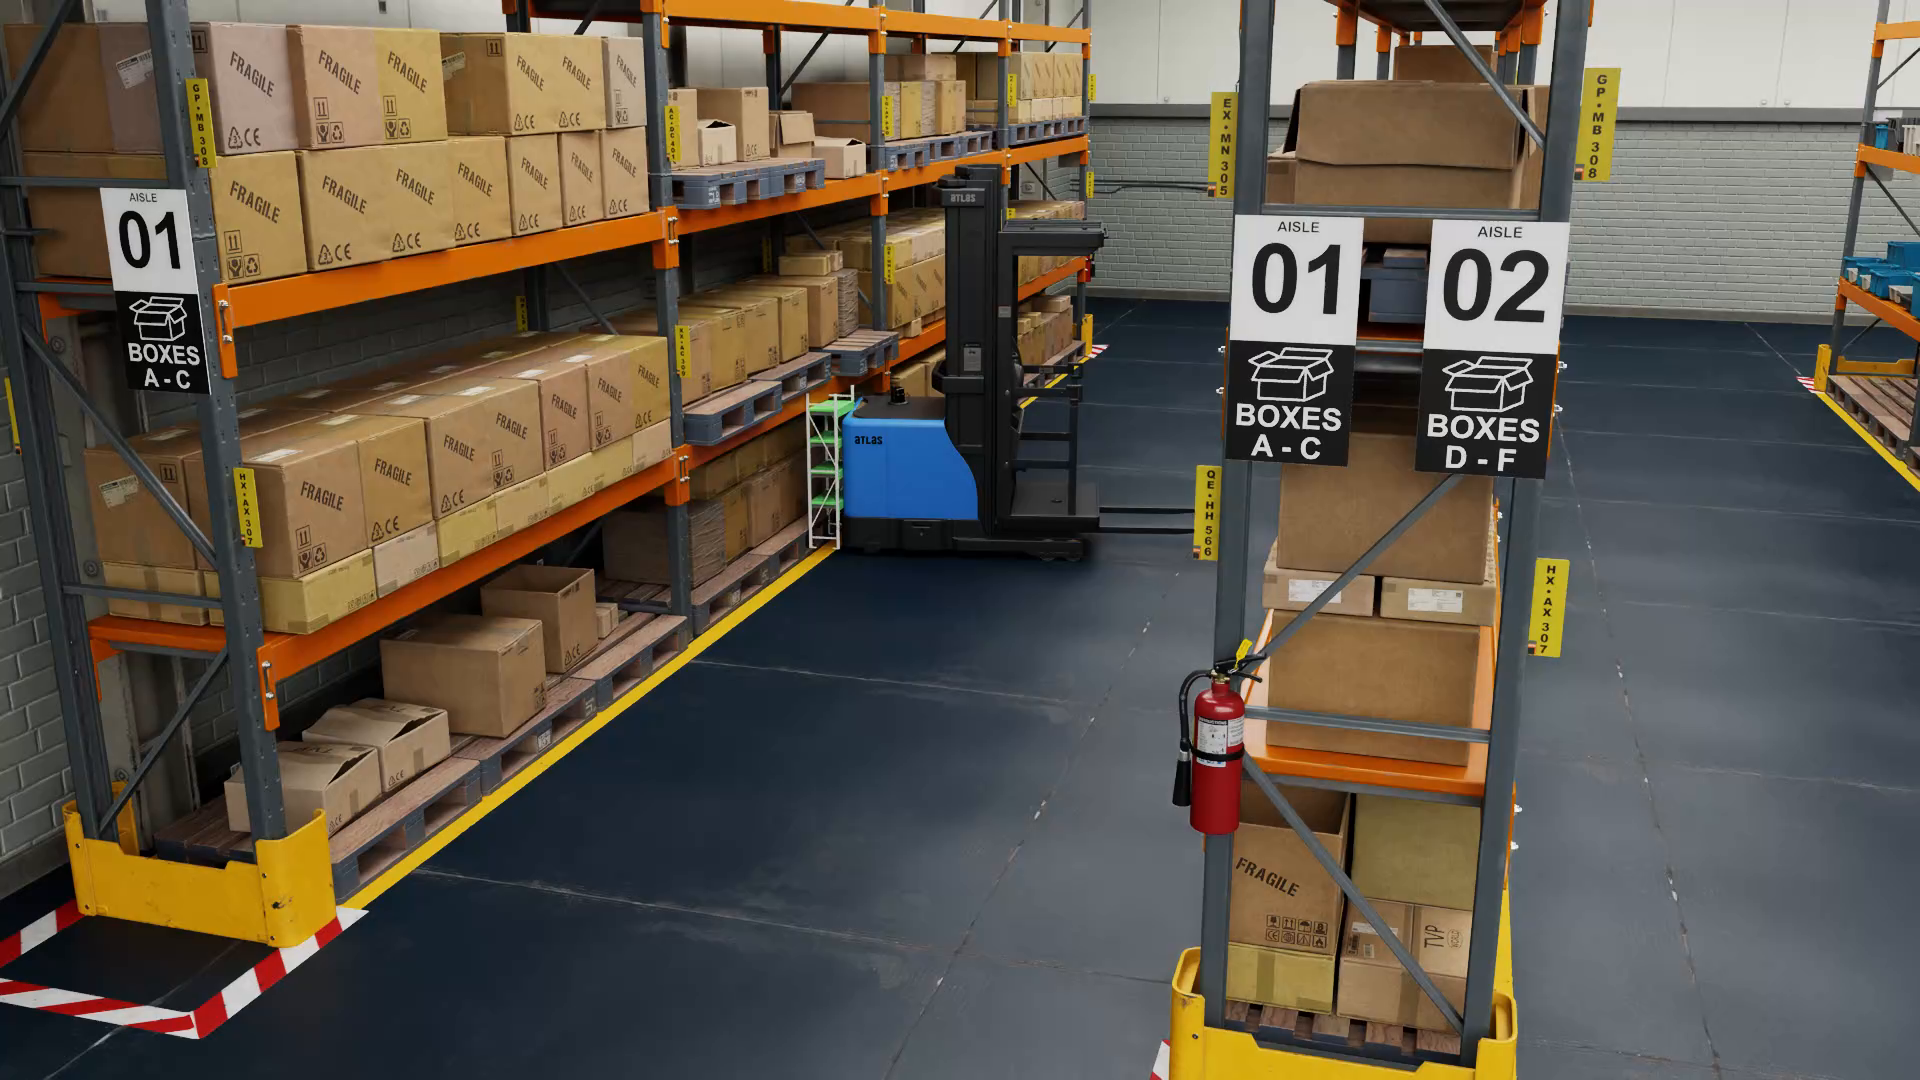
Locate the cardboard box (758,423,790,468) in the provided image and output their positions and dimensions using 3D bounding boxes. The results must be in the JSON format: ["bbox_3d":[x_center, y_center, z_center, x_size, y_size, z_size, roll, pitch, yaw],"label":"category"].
[{"bbox_3d":[-1.639,-0.747,12.865,0.500,0.250,0.500,5,16,16],"label":"cardboard box"}]

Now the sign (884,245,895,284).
[{"bbox_3d":[-0.598,-2.328,14.063,0.100,0.325,0.005,5,16,16],"label":"sign"}]

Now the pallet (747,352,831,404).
[{"bbox_3d":[-1.644,-1.235,12.539,1.003,0.211,1.213,5,16,16],"label":"pallet"}]

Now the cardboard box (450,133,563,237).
[{"bbox_3d":[-2.441,-1.872,8.716,0.500,0.500,0.500,4,16,14],"label":"cardboard box"}]

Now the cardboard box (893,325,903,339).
[{"bbox_3d":[-0.725,-1.871,14.851,0.380,0.149,0.250,5,17,17],"label":"cardboard box"}]

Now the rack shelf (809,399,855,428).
[{"bbox_3d":[-0.997,-0.980,12.823,0.258,0.148,0.480,3,13,11],"label":"rack shelf"}]

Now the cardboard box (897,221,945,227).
[{"bbox_3d":[-0.315,-2.915,15.969,0.500,0.250,0.500,4,16,15],"label":"cardboard box"}]

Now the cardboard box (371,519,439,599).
[{"bbox_3d":[-2.818,0.067,7.834,0.500,0.250,0.500,4,16,14],"label":"cardboard box"}]

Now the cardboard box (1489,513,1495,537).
[{"bbox_3d":[1.892,-0.019,6.526,0.380,0.149,0.250,4,16,15],"label":"cardboard box"}]

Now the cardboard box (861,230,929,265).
[{"bbox_3d":[-0.593,-2.650,15.034,0.500,0.250,0.500,4,16,15],"label":"cardboard box"}]

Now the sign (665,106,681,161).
[{"bbox_3d":[-1.735,-2.454,10.039,0.100,0.325,0.005,5,16,16],"label":"sign"}]

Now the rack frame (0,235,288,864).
[{"bbox_3d":[-3.395,0.244,6.970,1.000,3.000,0.127,5,16,16],"label":"rack frame"}]

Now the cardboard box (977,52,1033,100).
[{"bbox_3d":[0.487,-5.042,18.058,0.500,0.500,0.500,4,16,15],"label":"cardboard box"}]

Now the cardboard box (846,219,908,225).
[{"bbox_3d":[-0.797,-2.951,16.098,0.500,0.250,0.500,4,16,15],"label":"cardboard box"}]

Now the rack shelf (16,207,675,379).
[{"bbox_3d":[-2.826,-1.376,8.504,1.077,0.370,4.000,5,16,16],"label":"rack shelf"}]

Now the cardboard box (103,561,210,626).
[{"bbox_3d":[-3.448,0.170,7.472,0.500,0.250,0.500,5,17,17],"label":"cardboard box"}]

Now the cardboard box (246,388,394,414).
[{"bbox_3d":[-3.169,-0.460,8.318,0.500,0.500,0.500,4,16,14],"label":"cardboard box"}]

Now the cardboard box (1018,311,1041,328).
[{"bbox_3d":[0.747,-2.606,19.643,0.380,0.149,0.250,4,16,14],"label":"cardboard box"}]

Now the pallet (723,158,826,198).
[{"bbox_3d":[-1.688,-2.580,11.774,1.213,0.211,1.003,5,16,16],"label":"pallet"}]

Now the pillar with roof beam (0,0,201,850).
[{"bbox_3d":[0.103,-2.558,5.857,9.100,9.000,0.400,5,16,16],"label":"pillar with roof beam"}]

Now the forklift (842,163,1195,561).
[{"bbox_3d":[0.625,-1.397,12.885,3.031,2.935,1.130,1,16,4],"label":"forklift"}]

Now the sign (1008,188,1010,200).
[{"bbox_3d":[0.622,-4.441,21.757,0.100,0.325,0.005,5,16,16],"label":"sign"}]

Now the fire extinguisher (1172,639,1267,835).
[{"bbox_3d":[0.877,0.660,5.648,0.296,0.674,0.183,5,16,16],"label":"fire extinguisher"}]

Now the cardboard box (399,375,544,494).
[{"bbox_3d":[-2.533,-0.555,8.651,0.500,0.500,0.500,5,17,18],"label":"cardboard box"}]

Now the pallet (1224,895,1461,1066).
[{"bbox_3d":[1.533,1.766,6.717,1.003,0.211,1.213,5,16,16],"label":"pallet"}]

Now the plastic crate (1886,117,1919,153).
[{"bbox_3d":[9.953,-4.208,17.285,0.504,0.338,0.767,5,16,16],"label":"plastic crate"}]

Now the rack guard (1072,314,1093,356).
[{"bbox_3d":[1.159,-2.745,22.092,1.175,0.500,0.348,5,16,16],"label":"rack guard"}]

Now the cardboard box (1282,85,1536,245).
[{"bbox_3d":[1.523,-1.284,5.649,0.797,0.503,0.637,6,17,20],"label":"cardboard box"}]

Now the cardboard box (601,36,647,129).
[{"bbox_3d":[-2.140,-2.632,9.562,0.500,0.500,0.500,3,16,11],"label":"cardboard box"}]

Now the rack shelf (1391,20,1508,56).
[{"bbox_3d":[4.198,-4.336,14.177,1.077,0.370,4.000,5,16,16],"label":"rack shelf"}]

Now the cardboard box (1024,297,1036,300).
[{"bbox_3d":[0.750,-2.978,20.953,0.380,0.149,0.250,5,16,16],"label":"cardboard box"}]

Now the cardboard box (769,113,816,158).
[{"bbox_3d":[-1.578,-3.019,12.753,0.797,0.503,0.637,7,17,24],"label":"cardboard box"}]

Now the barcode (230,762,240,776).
[{"bbox_3d":[-3.490,1.112,8.016,0.001,0.075,0.075,5,16,16],"label":"barcode"}]

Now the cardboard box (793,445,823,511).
[{"bbox_3d":[-1.534,-0.539,13.509,0.700,0.500,0.500,5,16,16],"label":"cardboard box"}]

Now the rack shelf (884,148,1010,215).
[{"bbox_3d":[-0.553,-3.469,15.883,1.077,0.370,4.000,5,16,16],"label":"rack shelf"}]

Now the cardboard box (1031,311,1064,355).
[{"bbox_3d":[0.907,-2.619,20.878,0.700,0.500,0.500,5,16,16],"label":"cardboard box"}]

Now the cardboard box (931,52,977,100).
[{"bbox_3d":[-0.010,-5.078,18.185,0.500,0.500,0.500,4,16,15],"label":"cardboard box"}]

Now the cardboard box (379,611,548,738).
[{"bbox_3d":[-2.693,0.724,9.054,0.700,0.500,0.500,4,16,12],"label":"cardboard box"}]

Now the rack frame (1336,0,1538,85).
[{"bbox_3d":[2.493,-3.305,8.490,1.000,3.000,0.127,5,16,16],"label":"rack frame"}]

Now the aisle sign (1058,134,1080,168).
[{"bbox_3d":[1.460,-5.188,21.358,0.394,0.787,0.004,5,16,16],"label":"aisle sign"}]

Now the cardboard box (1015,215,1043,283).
[{"bbox_3d":[0.398,-3.371,19.166,0.980,0.700,0.700,4,16,14],"label":"cardboard box"}]

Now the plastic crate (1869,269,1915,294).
[{"bbox_3d":[9.891,-2.738,17.682,0.416,0.233,0.300,5,16,16],"label":"plastic crate"}]

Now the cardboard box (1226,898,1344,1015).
[{"bbox_3d":[1.225,1.585,6.513,0.500,0.250,0.500,5,16,16],"label":"cardboard box"}]

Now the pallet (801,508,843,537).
[{"bbox_3d":[-1.345,-0.303,14.010,1.003,0.211,1.213,5,16,16],"label":"pallet"}]

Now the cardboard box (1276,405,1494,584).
[{"bbox_3d":[1.516,-0.180,5.905,0.700,0.500,0.500,5,16,16],"label":"cardboard box"}]

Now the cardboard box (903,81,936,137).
[{"bbox_3d":[-0.640,-4.099,15.799,0.700,0.500,0.500,5,16,16],"label":"cardboard box"}]

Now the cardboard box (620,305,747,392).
[{"bbox_3d":[-1.915,-1.338,11.560,0.700,0.500,0.500,6,17,22],"label":"cardboard box"}]

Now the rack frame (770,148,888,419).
[{"bbox_3d":[-1.121,-1.848,14.349,1.000,3.000,0.127,5,16,16],"label":"rack frame"}]

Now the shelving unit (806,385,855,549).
[{"bbox_3d":[-0.996,-0.575,12.917,0.258,1.200,0.503,3,13,11],"label":"shelving unit"}]

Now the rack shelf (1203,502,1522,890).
[{"bbox_3d":[1.924,0.451,7.562,1.077,0.370,4.000,5,16,16],"label":"rack shelf"}]

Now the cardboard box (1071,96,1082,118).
[{"bbox_3d":[1.199,-5.350,20.521,0.500,0.250,0.500,5,17,18],"label":"cardboard box"}]

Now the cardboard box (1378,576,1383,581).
[{"bbox_3d":[1.646,0.321,6.519,0.700,0.500,0.500,5,17,17],"label":"cardboard box"}]
